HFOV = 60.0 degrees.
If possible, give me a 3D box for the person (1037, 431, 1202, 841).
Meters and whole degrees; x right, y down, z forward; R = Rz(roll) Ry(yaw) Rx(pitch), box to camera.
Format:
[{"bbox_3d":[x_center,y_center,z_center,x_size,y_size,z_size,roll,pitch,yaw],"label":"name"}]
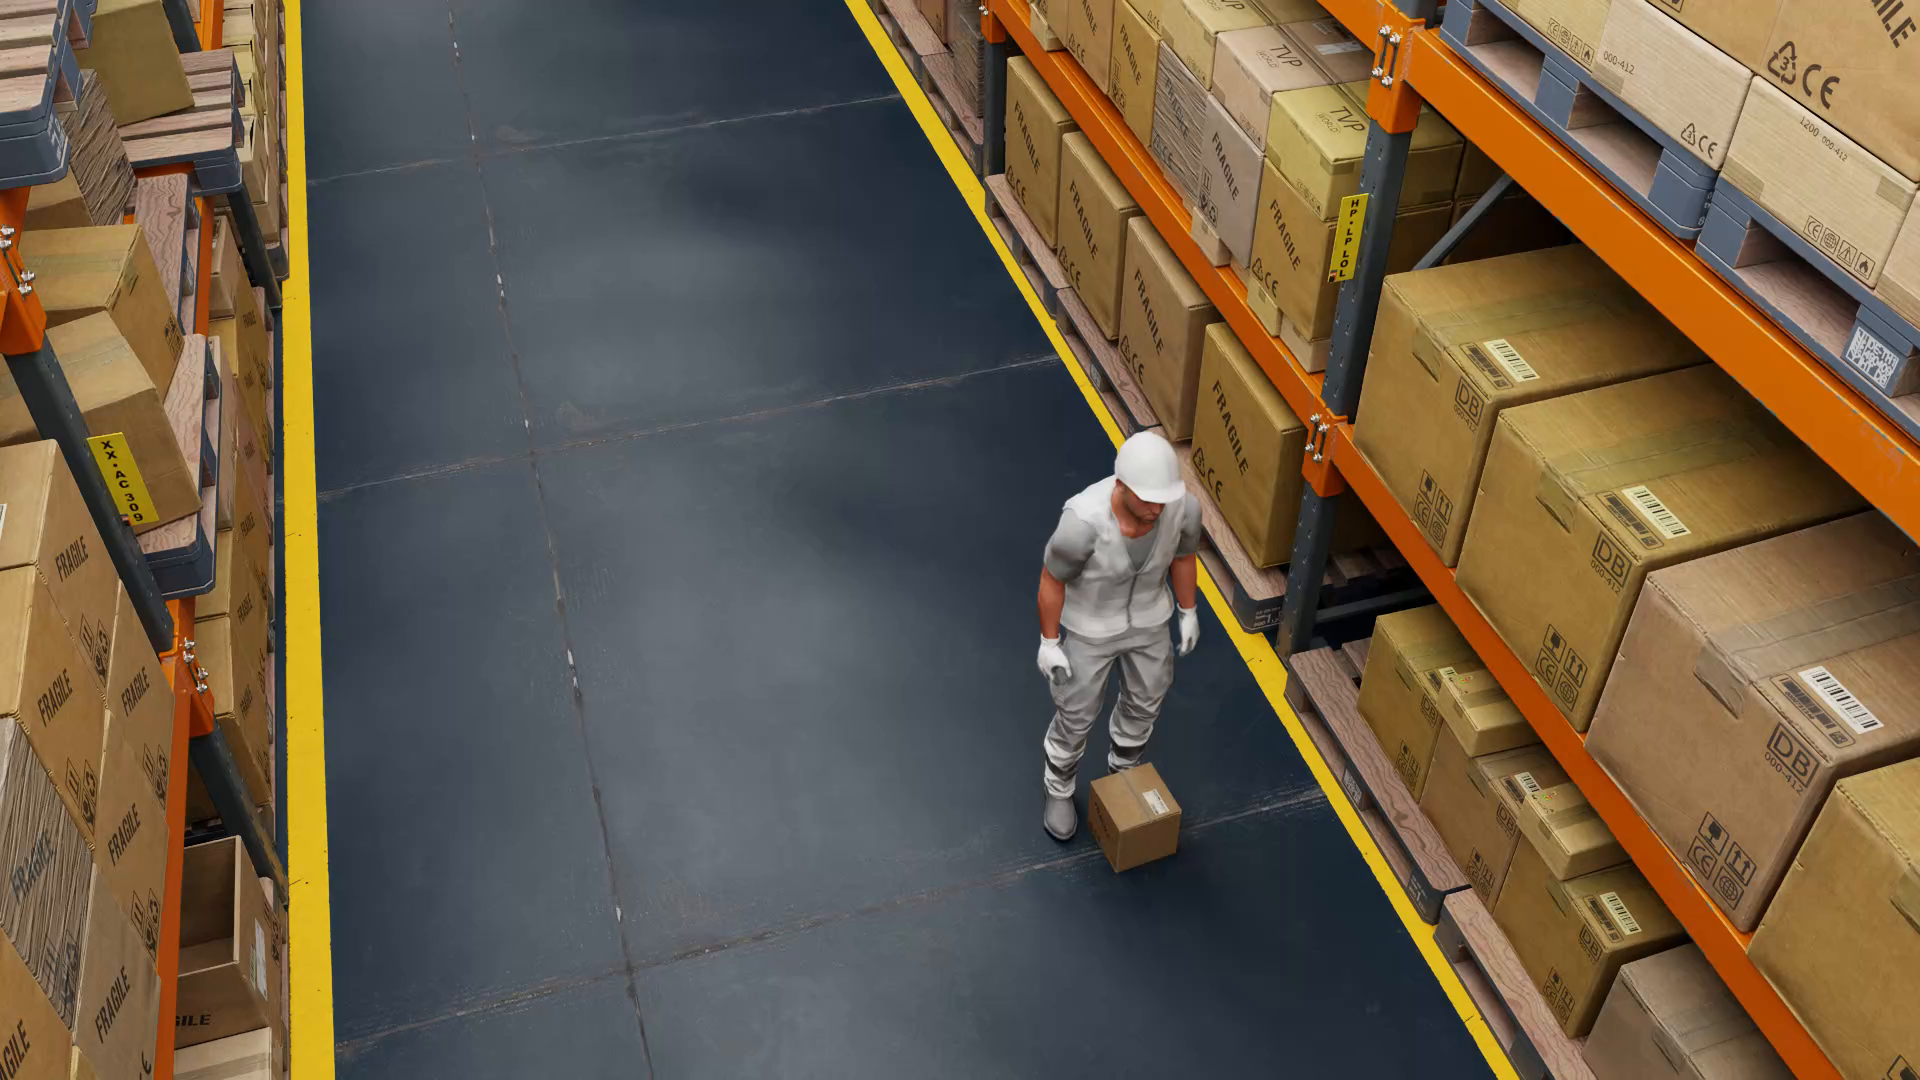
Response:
[{"bbox_3d":[0.554,0.319,5.792,0.608,1.779,0.453,-12,43,-13],"label":"person"}]
